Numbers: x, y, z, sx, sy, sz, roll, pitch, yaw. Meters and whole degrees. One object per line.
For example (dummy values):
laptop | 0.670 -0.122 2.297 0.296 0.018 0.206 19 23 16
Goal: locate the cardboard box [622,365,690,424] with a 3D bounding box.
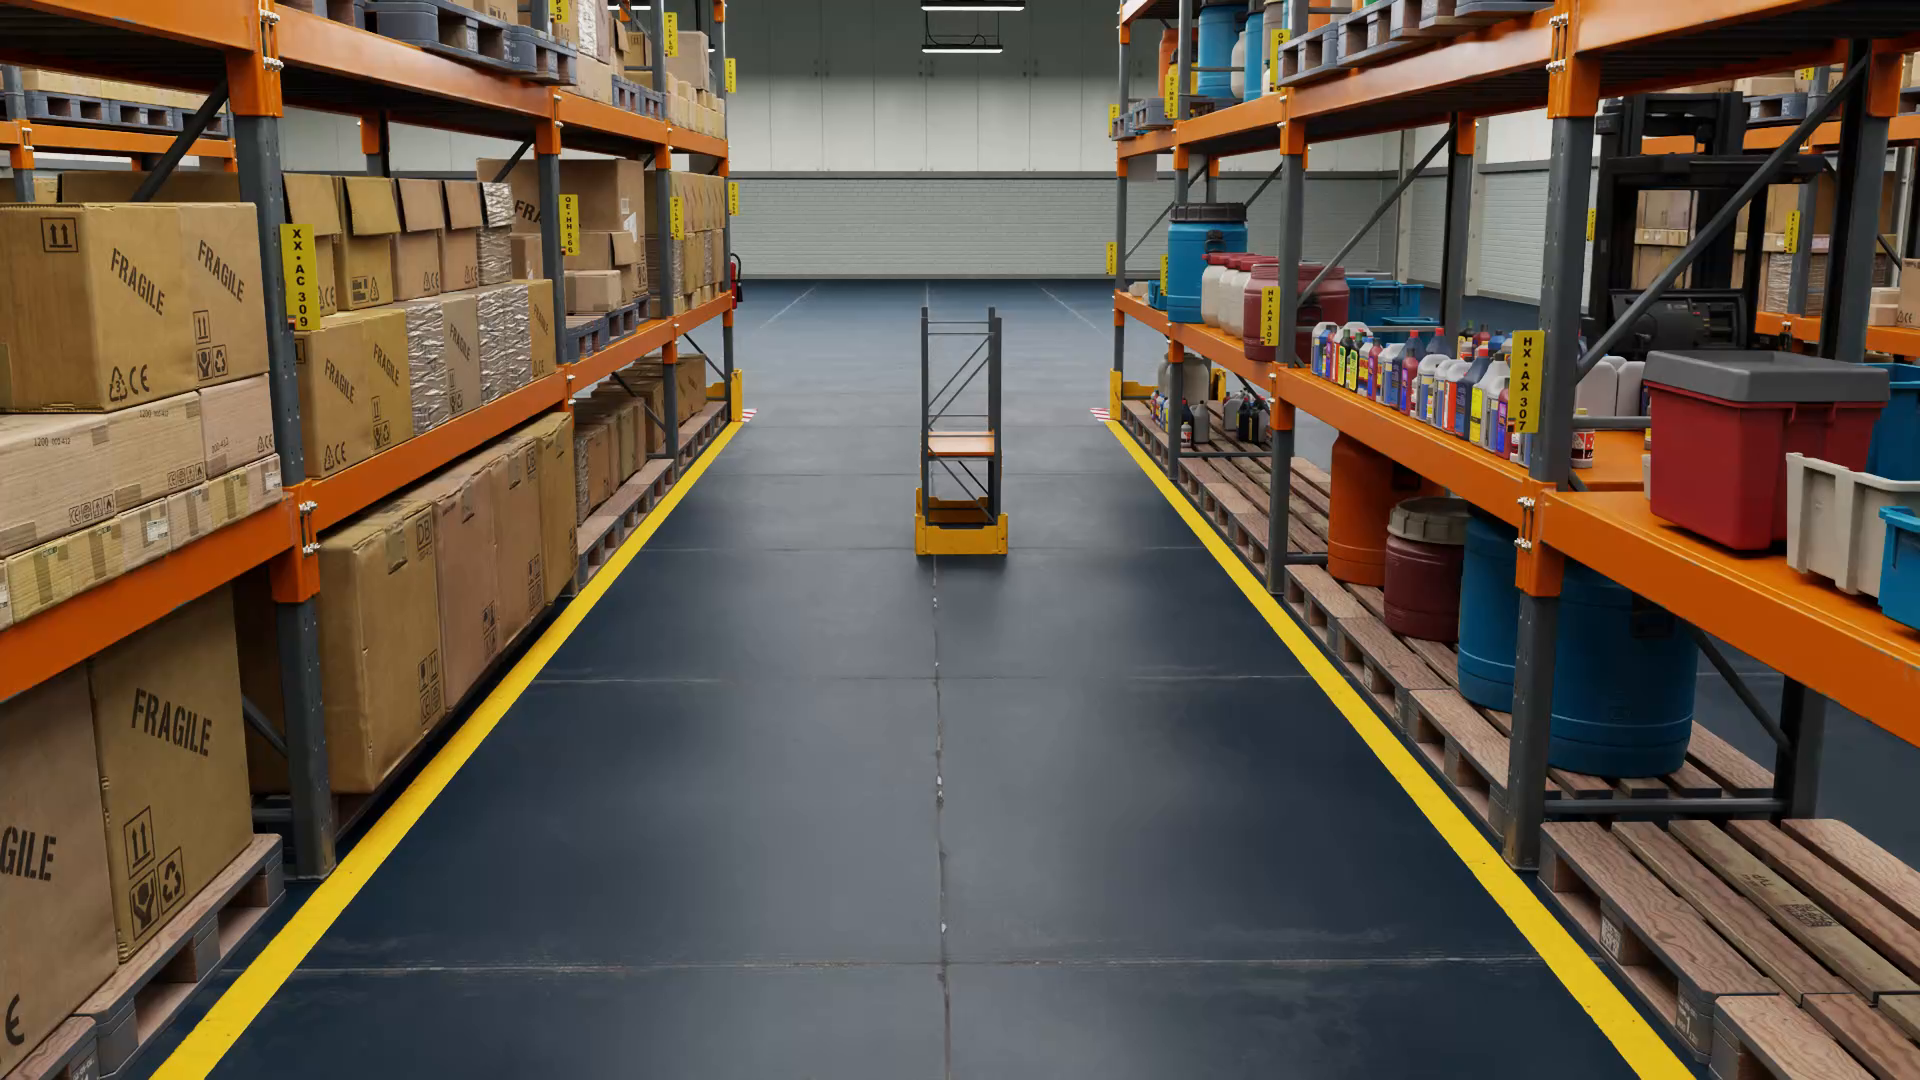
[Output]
cardboard box | -2.810 -1.348 15.391 0.500 0.500 0.500 1 11 4

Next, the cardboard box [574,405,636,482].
cardboard box | -2.782 -0.713 12.211 0.700 0.500 0.500 0 11 -2

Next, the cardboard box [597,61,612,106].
cardboard box | -2.468 -2.840 10.345 0.500 0.250 0.500 0 11 0

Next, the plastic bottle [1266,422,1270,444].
plastic bottle | 2.615 -0.910 13.931 0.097 0.201 0.097 0 11 0

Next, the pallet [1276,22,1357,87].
pallet | 2.188 -2.390 8.226 1.003 0.211 1.213 0 11 -1

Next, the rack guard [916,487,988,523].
rack guard | -0.012 -0.237 11.597 0.587 0.250 0.087 0 11 -1

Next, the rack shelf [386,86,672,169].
rack shelf | -2.723 -2.660 10.889 1.077 0.370 4.000 0 11 -1

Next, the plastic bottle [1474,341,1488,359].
plastic bottle | 2.694 -0.920 8.549 0.097 0.201 0.097 0 11 0

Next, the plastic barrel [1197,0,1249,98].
plastic barrel | 2.274 -4.080 13.763 0.600 0.901 0.708 0 11 -1

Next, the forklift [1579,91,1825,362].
forklift | 4.909 -1.507 11.116 1.130 2.935 3.031 -1 11 -3

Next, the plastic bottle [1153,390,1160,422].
plastic bottle | 1.817 -1.233 15.317 0.061 0.283 0.133 0 11 0

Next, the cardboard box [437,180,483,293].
cardboard box | -2.672 -1.410 7.691 0.797 0.503 0.637 0 11 0

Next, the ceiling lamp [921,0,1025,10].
ceiling lamp | 0.239 -11.795 31.884 2.000 3.185 0.800 0 11 -1

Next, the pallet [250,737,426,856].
pallet | -2.690 0.864 6.269 1.003 0.211 1.213 0 11 -1

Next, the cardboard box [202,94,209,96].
cardboard box | -7.519 -4.435 16.155 0.500 0.250 0.500 0 11 0

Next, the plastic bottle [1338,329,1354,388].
plastic bottle | 1.923 -0.902 8.252 0.061 0.283 0.133 0 11 -1

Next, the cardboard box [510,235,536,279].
cardboard box | -2.733 -1.506 9.633 0.500 0.500 0.500 -2 12 -8

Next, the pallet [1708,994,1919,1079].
pallet | 2.435 1.386 3.696 1.003 0.211 1.213 0 11 -1

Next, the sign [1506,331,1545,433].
sign | 1.803 -0.503 5.300 0.100 0.325 0.005 0 11 -1

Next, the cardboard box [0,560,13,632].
cardboard box | -2.234 0.139 3.461 0.380 0.149 0.250 0 11 0

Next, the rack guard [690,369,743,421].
rack guard | -2.846 -1.495 17.169 1.175 0.500 0.348 0 11 -1

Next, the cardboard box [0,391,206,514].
cardboard box | -2.315 -0.232 4.288 0.500 0.250 0.500 0 11 1

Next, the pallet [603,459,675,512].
pallet | -2.747 -0.418 12.590 1.003 0.211 1.213 0 11 -1

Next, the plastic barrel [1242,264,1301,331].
plastic barrel | 2.027 -1.507 10.662 0.421 0.512 0.421 0 11 0

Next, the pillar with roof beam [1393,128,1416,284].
pillar with roof beam | 7.965 -11.546 45.339 9.100 9.000 0.548 0 11 -1

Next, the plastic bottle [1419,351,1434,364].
plastic bottle | 2.024 -0.679 7.186 0.097 0.271 0.097 0 11 0

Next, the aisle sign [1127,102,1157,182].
aisle sign | 1.810 -4.042 16.901 0.394 0.787 0.004 0 11 -1

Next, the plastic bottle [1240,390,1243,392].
plastic bottle | 2.602 -1.253 15.417 0.061 0.283 0.133 0 11 0

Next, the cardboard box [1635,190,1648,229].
cardboard box | 7.055 -3.356 16.543 0.700 0.500 0.500 0 11 -1

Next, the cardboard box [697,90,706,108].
cardboard box | -2.510 -4.014 15.131 0.380 0.149 0.250 -1 11 -4

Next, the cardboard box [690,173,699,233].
cardboard box | -2.541 -2.914 14.362 0.500 0.500 0.500 0 11 -1

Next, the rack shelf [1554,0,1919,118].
rack shelf | 2.394 -1.090 3.151 1.077 0.370 4.000 0 11 -1

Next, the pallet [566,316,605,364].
pallet | -2.803 -1.192 9.871 1.213 0.211 1.003 0 11 -1

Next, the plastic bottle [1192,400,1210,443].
plastic bottle | 2.030 -1.005 14.024 0.144 0.351 0.185 0 11 -1

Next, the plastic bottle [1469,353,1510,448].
plastic bottle | 2.007 -0.527 6.236 0.144 0.351 0.185 0 11 -1

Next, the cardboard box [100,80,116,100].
cardboard box | -7.416 -3.817 14.110 0.380 0.149 0.250 0 11 -2

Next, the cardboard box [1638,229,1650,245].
cardboard box | 6.862 -2.961 16.225 0.380 0.149 0.250 0 11 -1

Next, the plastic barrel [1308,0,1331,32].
plastic barrel | 2.457 -3.140 10.366 0.600 0.830 0.708 0 11 -1

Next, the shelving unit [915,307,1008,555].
shelving unit | -0.002 -0.750 10.985 0.587 1.500 1.083 0 11 -1

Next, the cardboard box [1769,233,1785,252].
cardboard box | 6.917 -2.449 13.702 0.380 0.149 0.250 0 11 -2

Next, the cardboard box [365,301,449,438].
cardboard box | -2.380 -0.690 6.666 0.500 0.500 0.500 0 11 -2

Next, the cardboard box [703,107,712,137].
cardboard box | -2.568 -3.835 15.253 0.500 0.250 0.500 0 11 0

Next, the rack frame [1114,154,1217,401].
rack frame | 2.105 -2.755 17.095 1.000 3.000 0.127 0 11 -1

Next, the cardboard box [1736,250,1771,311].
cardboard box | 7.107 -2.222 14.214 0.700 0.500 0.500 0 11 -2

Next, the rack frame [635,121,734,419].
rack frame | -2.847 -2.735 16.995 1.000 3.000 0.127 0 11 -1

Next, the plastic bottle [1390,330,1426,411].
plastic bottle | 1.984 -0.746 7.315 0.144 0.351 0.185 0 11 -1

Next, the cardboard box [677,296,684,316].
cardboard box | -2.460 -1.910 13.562 0.380 0.149 0.250 0 11 -1

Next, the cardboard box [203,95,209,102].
cardboard box | -7.458 -4.221 16.103 0.380 0.149 0.250 0 11 -1

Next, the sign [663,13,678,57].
sign | -2.210 -3.859 12.701 0.100 0.325 0.005 0 11 -1

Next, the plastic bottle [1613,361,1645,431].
plastic bottle | 2.705 -0.587 6.718 0.152 0.276 0.135 0 11 -1

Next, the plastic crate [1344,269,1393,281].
plastic crate | 2.543 -1.519 10.840 0.402 0.464 0.583 0 11 -1

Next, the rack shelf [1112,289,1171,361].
rack shelf | 2.146 -2.005 15.207 1.077 0.370 4.000 0 11 -1
